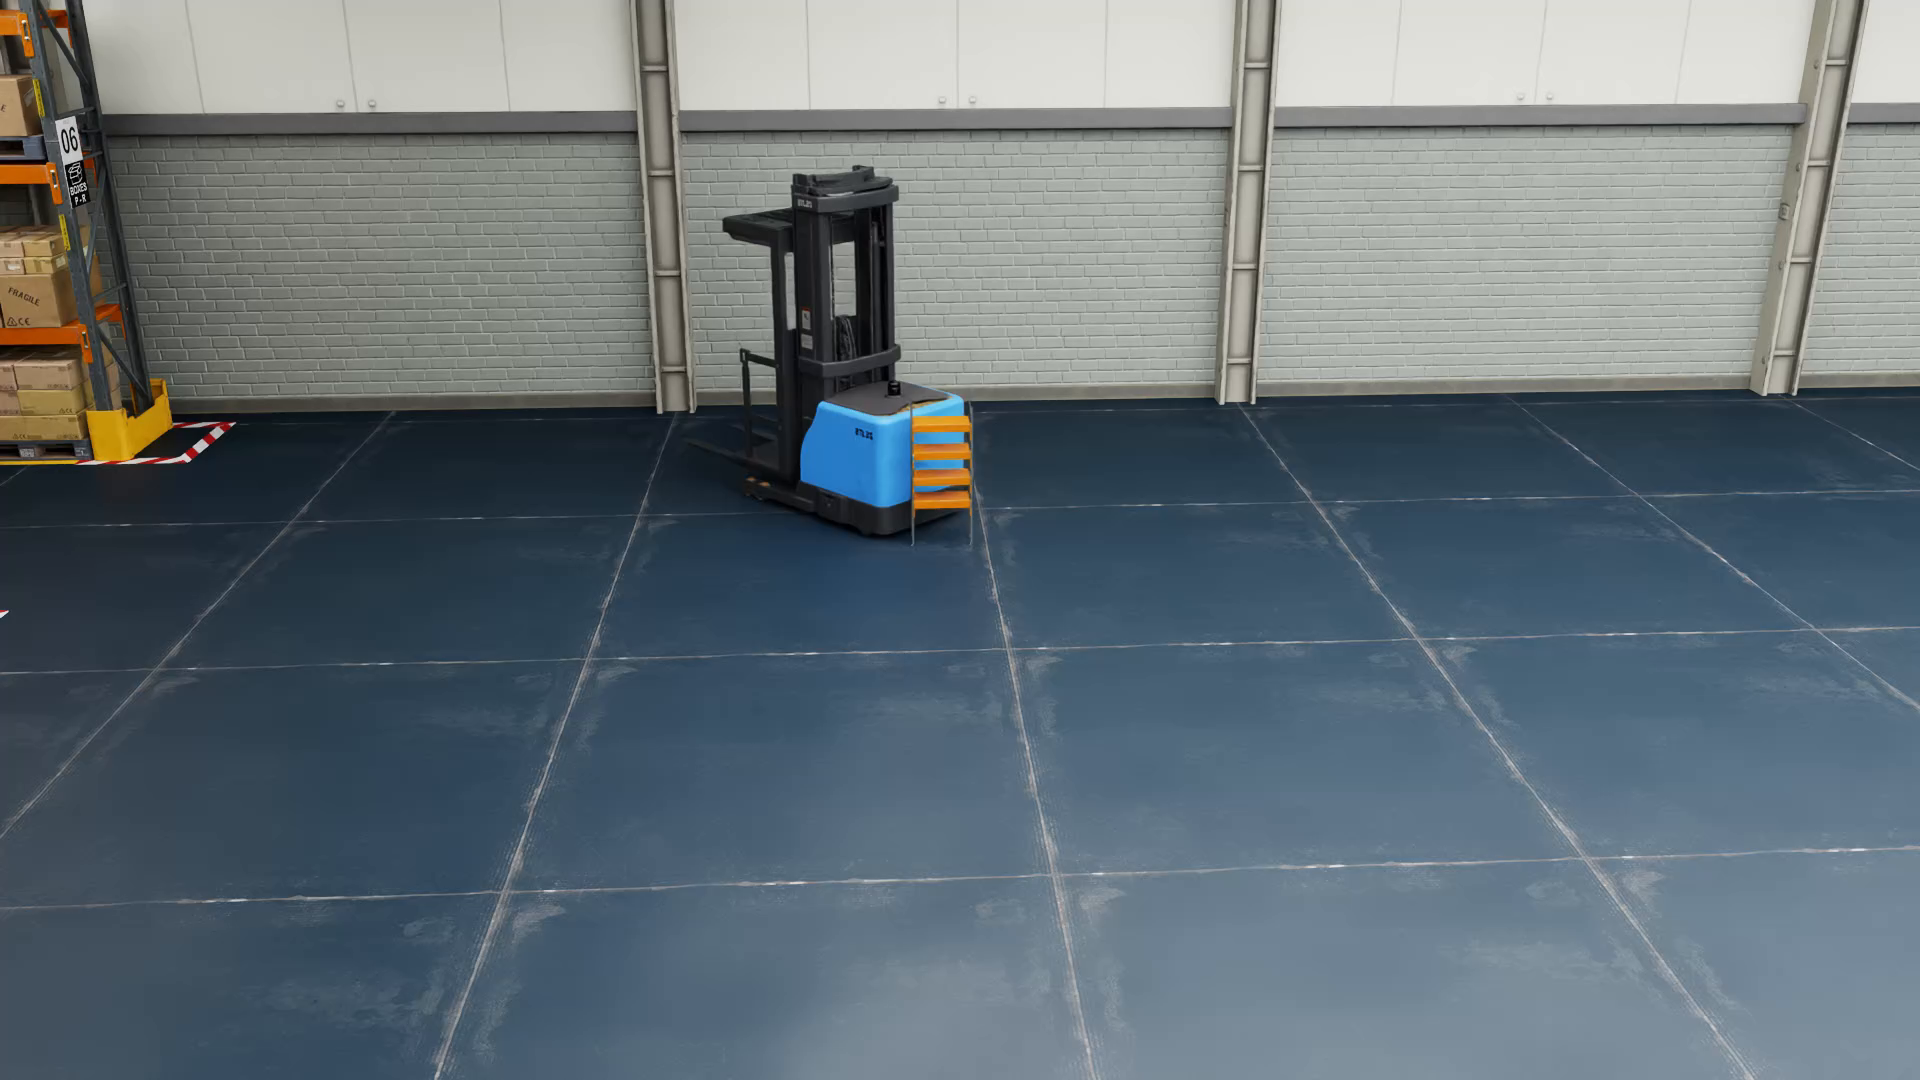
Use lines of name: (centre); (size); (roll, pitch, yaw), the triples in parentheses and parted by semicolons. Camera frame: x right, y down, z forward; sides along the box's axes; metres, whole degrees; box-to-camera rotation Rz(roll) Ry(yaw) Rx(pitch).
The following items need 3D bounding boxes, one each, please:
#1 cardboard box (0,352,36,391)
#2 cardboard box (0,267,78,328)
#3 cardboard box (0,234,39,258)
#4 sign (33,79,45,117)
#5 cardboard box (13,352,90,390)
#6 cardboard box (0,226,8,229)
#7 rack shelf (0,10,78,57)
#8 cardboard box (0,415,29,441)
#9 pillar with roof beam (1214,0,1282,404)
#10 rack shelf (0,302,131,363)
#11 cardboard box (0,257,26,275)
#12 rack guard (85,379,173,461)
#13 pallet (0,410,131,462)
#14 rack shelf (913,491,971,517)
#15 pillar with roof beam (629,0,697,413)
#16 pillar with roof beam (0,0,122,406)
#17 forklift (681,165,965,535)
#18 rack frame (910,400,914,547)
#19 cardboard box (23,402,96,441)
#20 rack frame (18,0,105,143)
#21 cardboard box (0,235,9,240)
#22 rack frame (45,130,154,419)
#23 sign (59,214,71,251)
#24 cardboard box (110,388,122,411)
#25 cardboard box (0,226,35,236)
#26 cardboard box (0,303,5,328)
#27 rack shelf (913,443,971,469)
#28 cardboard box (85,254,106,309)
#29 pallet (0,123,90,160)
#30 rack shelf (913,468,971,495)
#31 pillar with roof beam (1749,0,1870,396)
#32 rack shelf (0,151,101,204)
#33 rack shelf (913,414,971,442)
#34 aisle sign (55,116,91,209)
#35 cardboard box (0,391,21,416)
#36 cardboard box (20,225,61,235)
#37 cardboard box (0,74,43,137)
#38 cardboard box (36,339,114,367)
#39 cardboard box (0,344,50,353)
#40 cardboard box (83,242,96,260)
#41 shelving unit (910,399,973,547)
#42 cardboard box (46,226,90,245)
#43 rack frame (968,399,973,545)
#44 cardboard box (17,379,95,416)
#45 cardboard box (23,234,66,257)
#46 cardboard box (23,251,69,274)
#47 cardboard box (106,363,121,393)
cardboard box: (-9.207, -1.616, 15.950); (0.500, 0.250, 0.500); (-1, 21, -2)
cardboard box: (-8.732, -2.313, 15.772); (0.500, 0.500, 0.500); (-2, 21, -4)
cardboard box: (-8.846, -2.761, 15.618); (0.250, 0.149, 0.380); (-1, 21, -3)
sign: (-8.239, -3.956, 14.877); (0.005, 0.325, 0.100); (-1, 21, -3)
cardboard box: (-8.698, -1.628, 15.983); (0.500, 0.250, 0.500); (0, 21, -1)
cardboard box: (-9.377, -2.924, 16.048); (0.250, 0.149, 0.380); (-1, 21, -3)
rack shelf: (-10.253, -4.610, 15.087); (4.000, 0.370, 1.077); (-1, 21, -3)
cardboard box: (-9.204, -1.153, 16.139); (0.500, 0.250, 0.500); (-1, 21, -3)
pillar with roof beam: (3.224, -4.194, 12.421); (0.400, 9.000, 9.100); (-1, 21, -3)
rack shelf: (-10.253, -1.993, 16.083); (4.000, 0.370, 1.077); (-1, 21, -3)
cardboard box: (-8.840, -2.598, 15.607); (0.250, 0.149, 0.380); (-1, 21, -2)
rack guard: (-8.232, -1.202, 16.508); (0.348, 0.500, 1.175); (-1, 21, -3)
pallet: (-9.017, -1.036, 16.478); (1.213, 0.211, 1.003); (-1, 21, -3)
rack shelf: (-0.156, -0.307, 13.919); (0.480, 0.148, 0.258); (-2, 21, -4)
pillar with roof beam: (-2.767, -4.072, 12.101); (0.400, 9.000, 9.100); (-1, 21, -3)
pillar with roof beam: (-8.757, -3.950, 11.781); (0.400, 9.000, 9.100); (-1, 21, -3)
forklift: (-1.362, -1.840, 14.765); (3.031, 2.935, 1.130); (19, 28, 41)
rack frame: (-0.399, -0.548, 13.806); (0.015, 1.200, 0.240); (-2, 21, -4)
cardboard box: (-8.707, -1.159, 16.156); (0.500, 0.250, 0.500); (-1, 21, -3)
rack frame: (-8.256, -5.174, 14.994); (0.127, 3.000, 1.000); (-1, 21, -3)
cardboard box: (-9.106, -2.746, 15.578); (0.250, 0.149, 0.380); (-1, 21, -2)
rack frame: (-8.256, -2.370, 16.062); (0.127, 3.000, 1.000); (-1, 21, -3)
sign: (-8.239, -2.829, 15.306); (0.005, 0.325, 0.100); (-1, 21, -3)
cardboard box: (-8.758, -1.341, 16.632); (0.500, 0.250, 0.500); (-1, 21, -3)
cardboard box: (-9.130, -2.924, 16.047); (0.250, 0.149, 0.380); (-1, 21, -2)
cardboard box: (-9.251, -2.306, 15.753); (0.500, 0.500, 0.500); (-1, 21, -1)
rack shelf: (-0.156, -0.701, 13.768); (0.480, 0.148, 0.258); (-2, 21, -4)
cardboard box: (-8.766, -2.505, 16.276); (0.500, 0.500, 0.500); (0, 21, -1)
pallet: (-8.963, -3.725, 15.530); (1.213, 0.211, 1.003); (-1, 21, -3)
rack shelf: (-0.156, -0.492, 13.848); (0.480, 0.148, 0.258); (-2, 21, -4)
pillar with roof beam: (9.214, -4.316, 12.741); (0.400, 9.000, 9.100); (-1, 21, -3)
rack shelf: (-10.253, -3.395, 15.549); (4.000, 0.370, 1.077); (-1, 21, -3)
rack shelf: (-0.156, -0.922, 13.684); (0.480, 0.148, 0.258); (-2, 21, -4)
aisle sign: (-8.174, -3.482, 15.328); (0.004, 0.787, 0.394); (-1, 21, -3)
cardboard box: (-9.225, -1.388, 16.053); (0.500, 0.250, 0.500); (-1, 21, -4)
cardboard box: (-8.873, -2.945, 16.101); (0.250, 0.149, 0.380); (0, 21, -1)
cardboard box: (-8.684, -3.966, 15.167); (0.500, 0.500, 0.500); (0, 21, -1)
cardboard box: (-8.747, -1.806, 16.449); (0.500, 0.250, 0.500); (-1, 21, -4)
cardboard box: (-9.245, -1.795, 16.419); (0.500, 0.250, 0.500); (-1, 21, -3)
cardboard box: (-8.610, -2.805, 16.152); (0.250, 0.149, 0.380); (-2, 21, -4)
shelving unit: (-0.156, -0.555, 13.824); (0.503, 1.200, 0.258); (-2, 21, -4)
cardboard box: (-8.604, -2.928, 16.057); (0.250, 0.149, 0.380); (-2, 21, -4)
rack frame: (0.088, -0.562, 13.842); (0.015, 1.200, 0.240); (-2, 21, -4)
cardboard box: (-8.724, -1.394, 16.069); (0.500, 0.250, 0.500); (-1, 21, -4)
cardboard box: (-8.602, -2.777, 15.660); (0.250, 0.149, 0.380); (-1, 21, -3)
cardboard box: (-8.586, -2.613, 15.648); (0.250, 0.149, 0.380); (-1, 21, -2)
cardboard box: (-8.737, -1.579, 16.556); (0.500, 0.250, 0.500); (-1, 21, -2)
